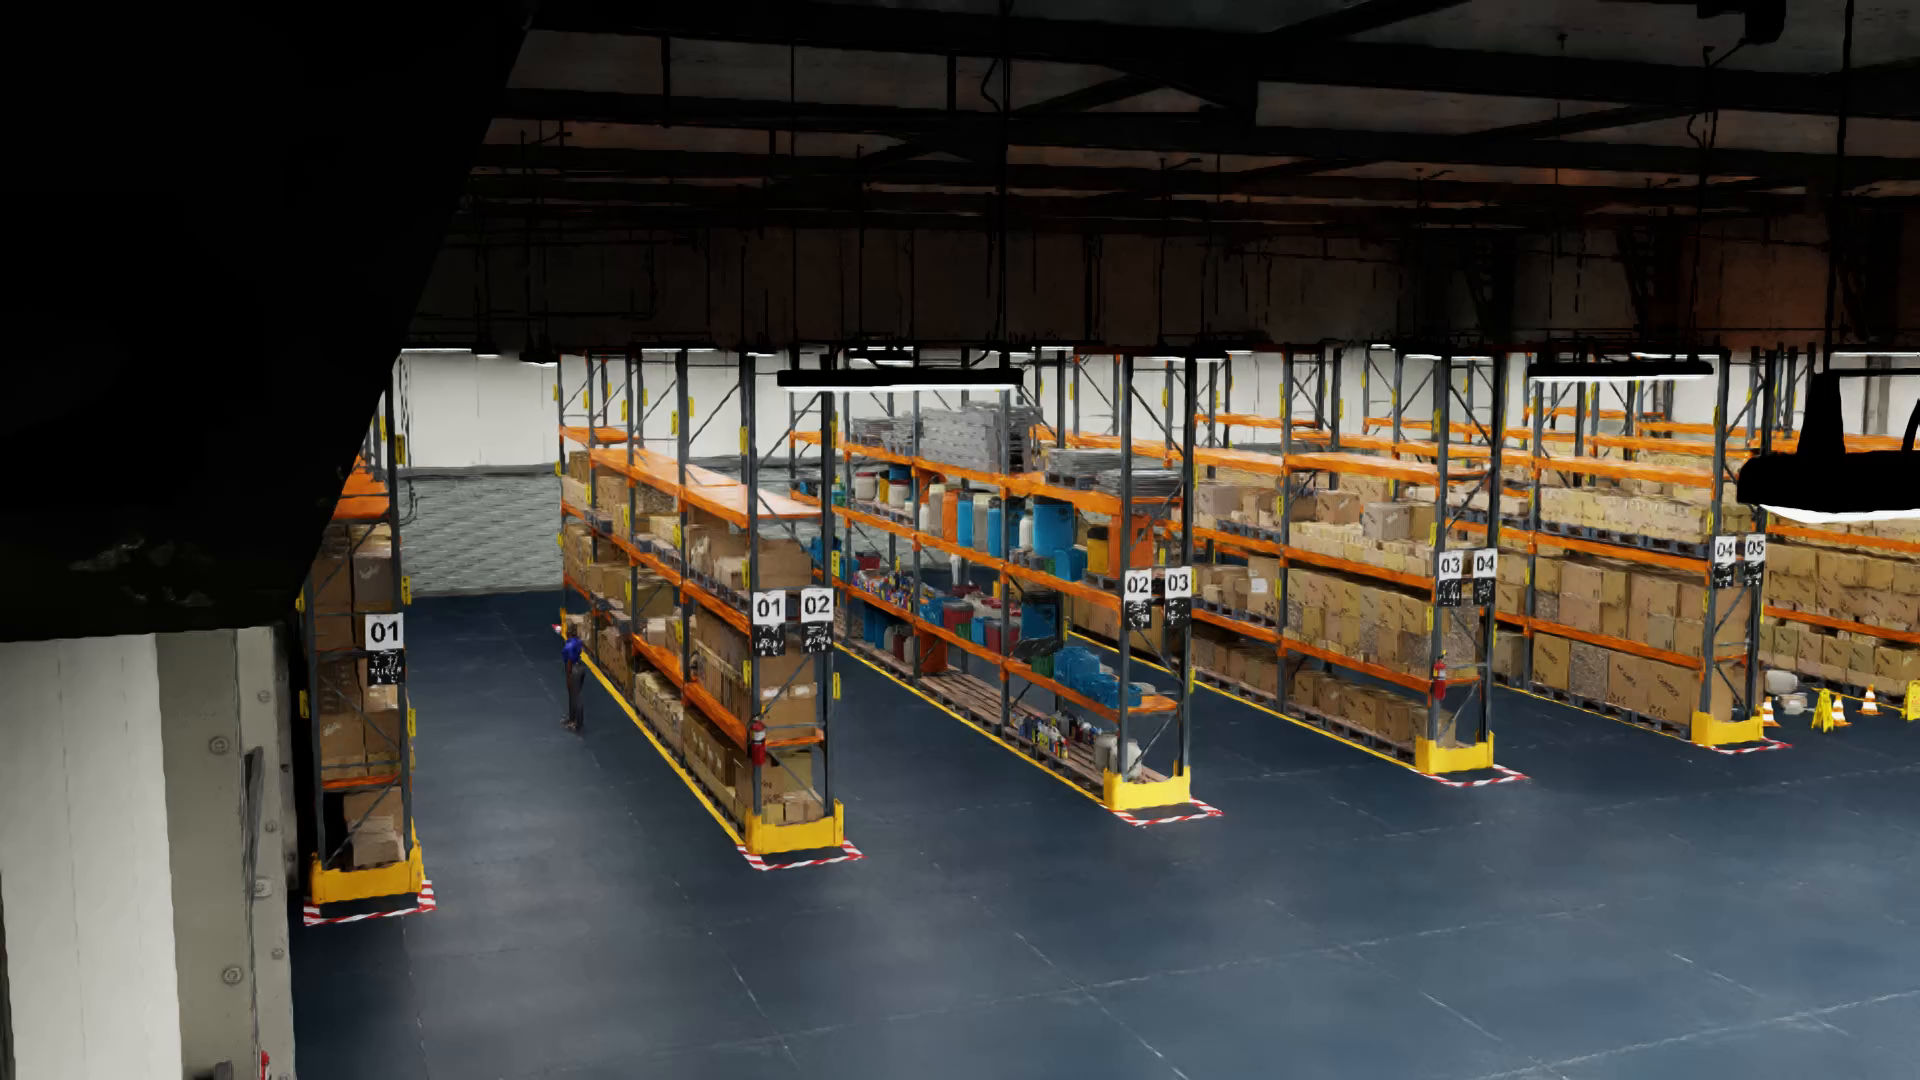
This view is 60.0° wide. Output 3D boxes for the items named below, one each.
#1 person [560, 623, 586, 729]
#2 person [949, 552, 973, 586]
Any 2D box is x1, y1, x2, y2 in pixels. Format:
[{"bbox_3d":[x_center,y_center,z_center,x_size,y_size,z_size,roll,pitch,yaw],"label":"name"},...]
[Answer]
[{"bbox_3d":[-6.186,2.146,26.463,0.464,1.662,0.498,1,7,9],"label":"person"},{"bbox_3d":[0.022,0.412,40.684,0.635,1.529,1.045,0,7,-1],"label":"person"}]
